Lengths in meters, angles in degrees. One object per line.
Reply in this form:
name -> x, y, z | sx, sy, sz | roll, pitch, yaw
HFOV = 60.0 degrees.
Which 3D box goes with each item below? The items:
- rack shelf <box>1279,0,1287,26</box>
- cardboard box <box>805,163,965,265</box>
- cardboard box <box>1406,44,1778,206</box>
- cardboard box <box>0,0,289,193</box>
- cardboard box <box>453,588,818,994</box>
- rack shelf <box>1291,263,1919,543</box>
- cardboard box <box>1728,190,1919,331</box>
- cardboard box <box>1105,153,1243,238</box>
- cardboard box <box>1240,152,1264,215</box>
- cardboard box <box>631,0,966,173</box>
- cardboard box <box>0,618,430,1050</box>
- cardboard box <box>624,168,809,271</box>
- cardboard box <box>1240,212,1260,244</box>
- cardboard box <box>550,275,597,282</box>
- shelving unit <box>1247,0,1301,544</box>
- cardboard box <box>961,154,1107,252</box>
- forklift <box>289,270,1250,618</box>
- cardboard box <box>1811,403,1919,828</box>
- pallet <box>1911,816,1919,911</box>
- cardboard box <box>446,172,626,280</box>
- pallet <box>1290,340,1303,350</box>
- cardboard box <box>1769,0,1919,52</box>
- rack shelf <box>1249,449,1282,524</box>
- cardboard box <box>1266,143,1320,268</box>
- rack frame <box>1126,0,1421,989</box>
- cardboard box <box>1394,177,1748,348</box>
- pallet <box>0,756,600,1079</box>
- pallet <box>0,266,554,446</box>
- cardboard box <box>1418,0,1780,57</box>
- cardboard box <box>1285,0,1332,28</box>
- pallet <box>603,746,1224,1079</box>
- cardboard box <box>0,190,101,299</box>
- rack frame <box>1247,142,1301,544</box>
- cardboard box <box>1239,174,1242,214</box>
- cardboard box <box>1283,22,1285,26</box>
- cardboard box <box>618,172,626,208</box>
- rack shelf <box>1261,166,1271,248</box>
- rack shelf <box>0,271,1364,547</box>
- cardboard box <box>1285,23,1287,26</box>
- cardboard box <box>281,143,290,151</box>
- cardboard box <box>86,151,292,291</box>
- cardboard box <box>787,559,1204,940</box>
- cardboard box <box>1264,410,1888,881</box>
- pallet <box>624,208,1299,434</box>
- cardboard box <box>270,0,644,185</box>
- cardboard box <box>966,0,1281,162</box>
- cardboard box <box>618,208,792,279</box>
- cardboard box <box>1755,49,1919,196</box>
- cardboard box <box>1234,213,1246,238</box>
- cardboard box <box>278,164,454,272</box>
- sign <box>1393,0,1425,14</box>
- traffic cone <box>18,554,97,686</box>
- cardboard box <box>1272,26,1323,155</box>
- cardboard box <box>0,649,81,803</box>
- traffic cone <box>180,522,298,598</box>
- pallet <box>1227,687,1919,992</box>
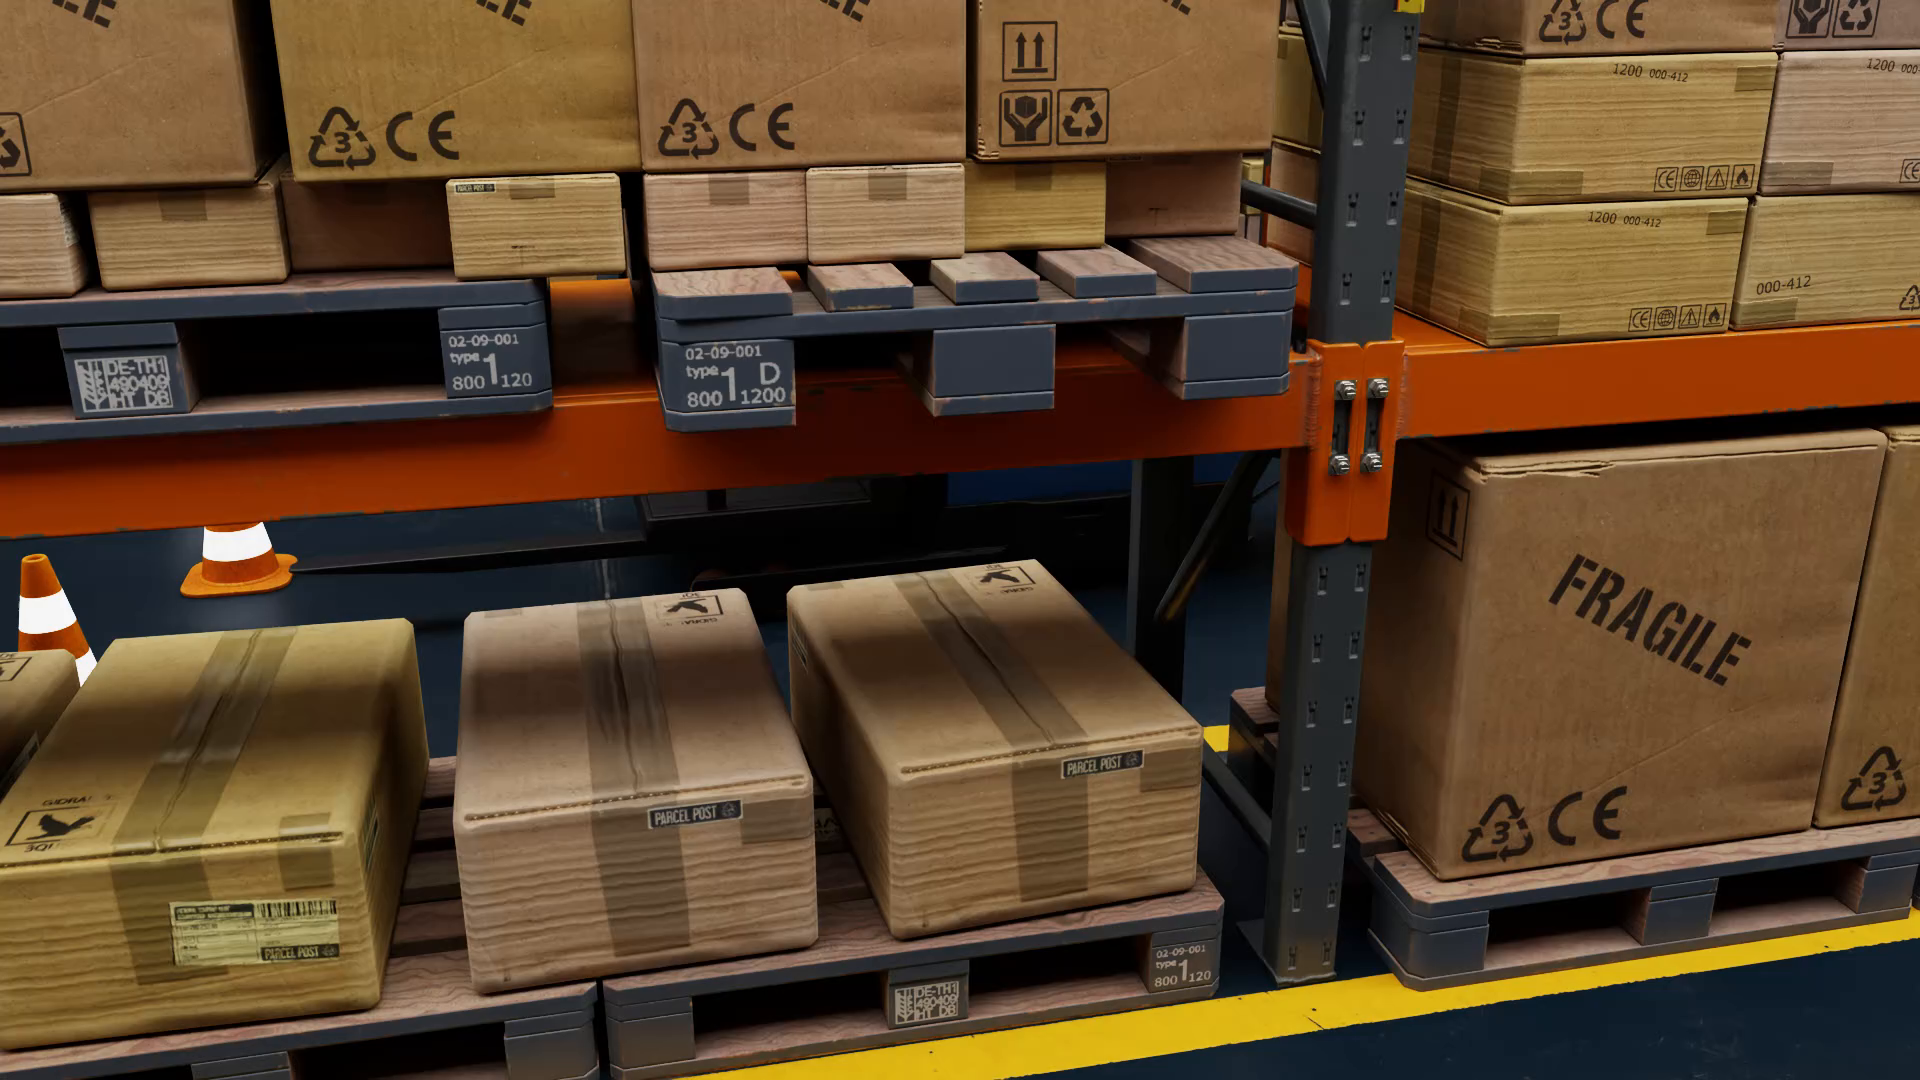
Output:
rack shelf -> 1.289, -1.622, 5.194 | 0.480, 0.518, 0.431 | 13, 24, 31
cardboard box -> -0.158, -0.571, 2.768 | 0.250, 0.149, 0.380 | -5, 21, -13
cardboard box -> 1.136, -0.799, 3.126 | 0.500, 0.250, 0.500 | -5, 21, -13
cardboard box -> -1.315, -0.804, 2.460 | 0.500, 0.500, 0.500 | -6, 21, -15
cardboard box -> -0.682, 0.462, 3.402 | 0.625, 0.372, 0.950 | -5, 21, -14
rack shelf -> 2.533, -0.498, 3.858 | 4.000, 0.370, 1.077 | -5, 21, -12
cardboard box -> 1.616, -0.608, 3.331 | 0.500, 0.250, 0.500 | -5, 21, -14
cardboard box -> 0.321, -0.652, 2.987 | 0.250, 0.149, 0.380 | -4, 20, -10
cardboard box -> 1.560, -1.792, 8.278 | 0.500, 0.250, 0.500 | -6, 21, -15
cardboard box -> -0.293, -0.887, 2.687 | 0.500, 0.500, 0.500 | -5, 21, -13
cardboard box -> -1.421, 0.520, 3.243 | 0.625, 0.372, 0.950 | -4, 20, -11
cardboard box -> -0.405, -0.554, 2.721 | 0.250, 0.149, 0.380 | -6, 21, -15
cardboard box -> 1.580, -1.444, 8.418 | 0.500, 0.500, 0.500 | -5, 21, -14
cardboard box -> -2.114, -1.378, 7.877 | 0.750, 0.750, 1.050 | -4, 21, -12
shelving unit -> 1.289, -0.978, 5.431 | 0.503, 2.100, 0.431 | 13, 24, 31
cardboard box -> 0.077, -0.606, 2.863 | 0.250, 0.149, 0.380 | -4, 21, -12
forklift -> -0.608, -1.320, 5.157 | 3.031, 2.935, 1.130 | -5, 21, -14
cardboard box -> 2.147, 0.027, 3.857 | 0.875, 0.875, 0.875 | -4, 21, -12
pallet -> 2.556, 0.500, 4.143 | 1.213, 0.211, 1.003 | -5, 21, -12
cardboard box -> -0.669, -0.527, 2.648 | 0.250, 0.149, 0.380 | -4, 21, -12
pallet -> 1.295, -1.173, 8.711 | 1.213, 0.211, 1.003 | -5, 21, -12
cardboard box -> 1.603, -1.193, 3.112 | 0.500, 0.500, 0.500 | -5, 21, -12
rack shelf -> 1.289, -0.307, 5.676 | 0.480, 0.518, 0.431 | 13, 24, 31
cardboard box -> 1.019, -0.734, 3.674 | 0.500, 0.250, 0.500 | -5, 21, -14
rack frame -> 0.586, -0.677, 3.302 | 0.127, 3.000, 1.000 | -5, 21, -12
cardboard box -> 1.120, -0.561, 3.204 | 0.500, 0.250, 0.500 | -5, 21, -13
pallet -> -1.359, 0.789, 3.354 | 1.213, 0.211, 1.003 | -5, 21, -12
pallet -> -1.331, -0.417, 2.870 | 1.213, 0.211, 1.003 | -5, 21, -12
cardboard box -> 1.122, -1.151, 2.996 | 0.500, 0.500, 0.500 | -5, 21, -14
cardboard box -> 1.029, -1.322, 3.464 | 0.500, 0.500, 0.500 | -5, 21, -14
pallet -> -0.175, 0.694, 3.614 | 1.213, 0.211, 1.003 | -5, 21, -12
cardboard box -> -1.421, -0.472, 2.496 | 0.250, 0.149, 0.380 | -4, 20, -10
rack frame -> 1.084, -1.023, 5.555 | 0.015, 2.100, 0.400 | 13, 24, 31
cardboard box -> 1.054, -1.750, 8.165 | 0.500, 0.250, 0.500 | -4, 21, -12
cardboard box -> 1.374, -2.499, 8.030 | 0.250, 0.149, 0.380 | -5, 21, -14
cardboard box -> -0.605, -0.761, 3.285 | 0.250, 0.149, 0.380 | -5, 21, -12
rack shelf -> 1.289, -0.965, 5.435 | 0.480, 0.518, 0.431 | 13, 24, 31
rack shelf -> -1.360, -0.181, 2.994 | 4.000, 0.370, 1.077 | -5, 21, -12
cardboard box -> 1.634, -2.520, 8.088 | 0.250, 0.149, 0.380 | -4, 20, -10
cardboard box -> -1.088, -0.680, 3.065 | 0.250, 0.149, 0.380 | -4, 20, -10
cardboard box -> -1.168, -0.502, 2.580 | 0.250, 0.149, 0.380 | -5, 21, -14
cardboard box -> 0.034, 0.401, 3.569 | 0.625, 0.372, 0.950 | -6, 21, -16
cardboard box -> 1.278, 0.097, 3.669 | 0.875, 0.875, 0.875 | -5, 21, -13
pallet -> -0.083, -0.495, 3.084 | 1.003, 0.211, 1.213 | -5, 21, -12
cardboard box -> -0.784, -0.847, 2.577 | 0.500, 0.500, 0.500 | -6, 21, -16
cardboard box -> 0.208, -0.932, 2.809 | 0.500, 0.500, 0.500 | -5, 21, -14
cardboard box -> -1.264, -1.449, 8.069 | 0.750, 0.750, 1.050 | -5, 21, -13
cardboard box -> 1.639, -0.839, 3.236 | 0.500, 0.250, 0.500 | -4, 21, -11
cardboard box -> 1.083, -1.403, 8.308 | 0.500, 0.500, 0.500 | -5, 21, -14
cardboard box -> -0.943, -0.550, 2.709 | 0.250, 0.149, 0.380 | -4, 21, -12
sign -> 0.720, -1.003, 2.623 | 0.005, 0.325, 0.100 | -5, 21, -12
traffic cone -> -2.422, 0.264, 4.421 | 0.334, 0.463, 0.336 | -5, 21, -12
cardboard box -> 0.999, -0.965, 3.579 | 0.500, 0.250, 0.500 | -5, 21, -13
cardboard box -> -2.098, 0.576, 3.092 | 0.625, 0.372, 0.950 | -3, 20, -9
traffic cone -> -2.370, -0.094, 5.398 | 0.334, 0.463, 0.336 | -5, 21, -12
pallet -> 1.371, 0.595, 3.883 | 1.213, 0.211, 1.003 | -5, 21, -12
